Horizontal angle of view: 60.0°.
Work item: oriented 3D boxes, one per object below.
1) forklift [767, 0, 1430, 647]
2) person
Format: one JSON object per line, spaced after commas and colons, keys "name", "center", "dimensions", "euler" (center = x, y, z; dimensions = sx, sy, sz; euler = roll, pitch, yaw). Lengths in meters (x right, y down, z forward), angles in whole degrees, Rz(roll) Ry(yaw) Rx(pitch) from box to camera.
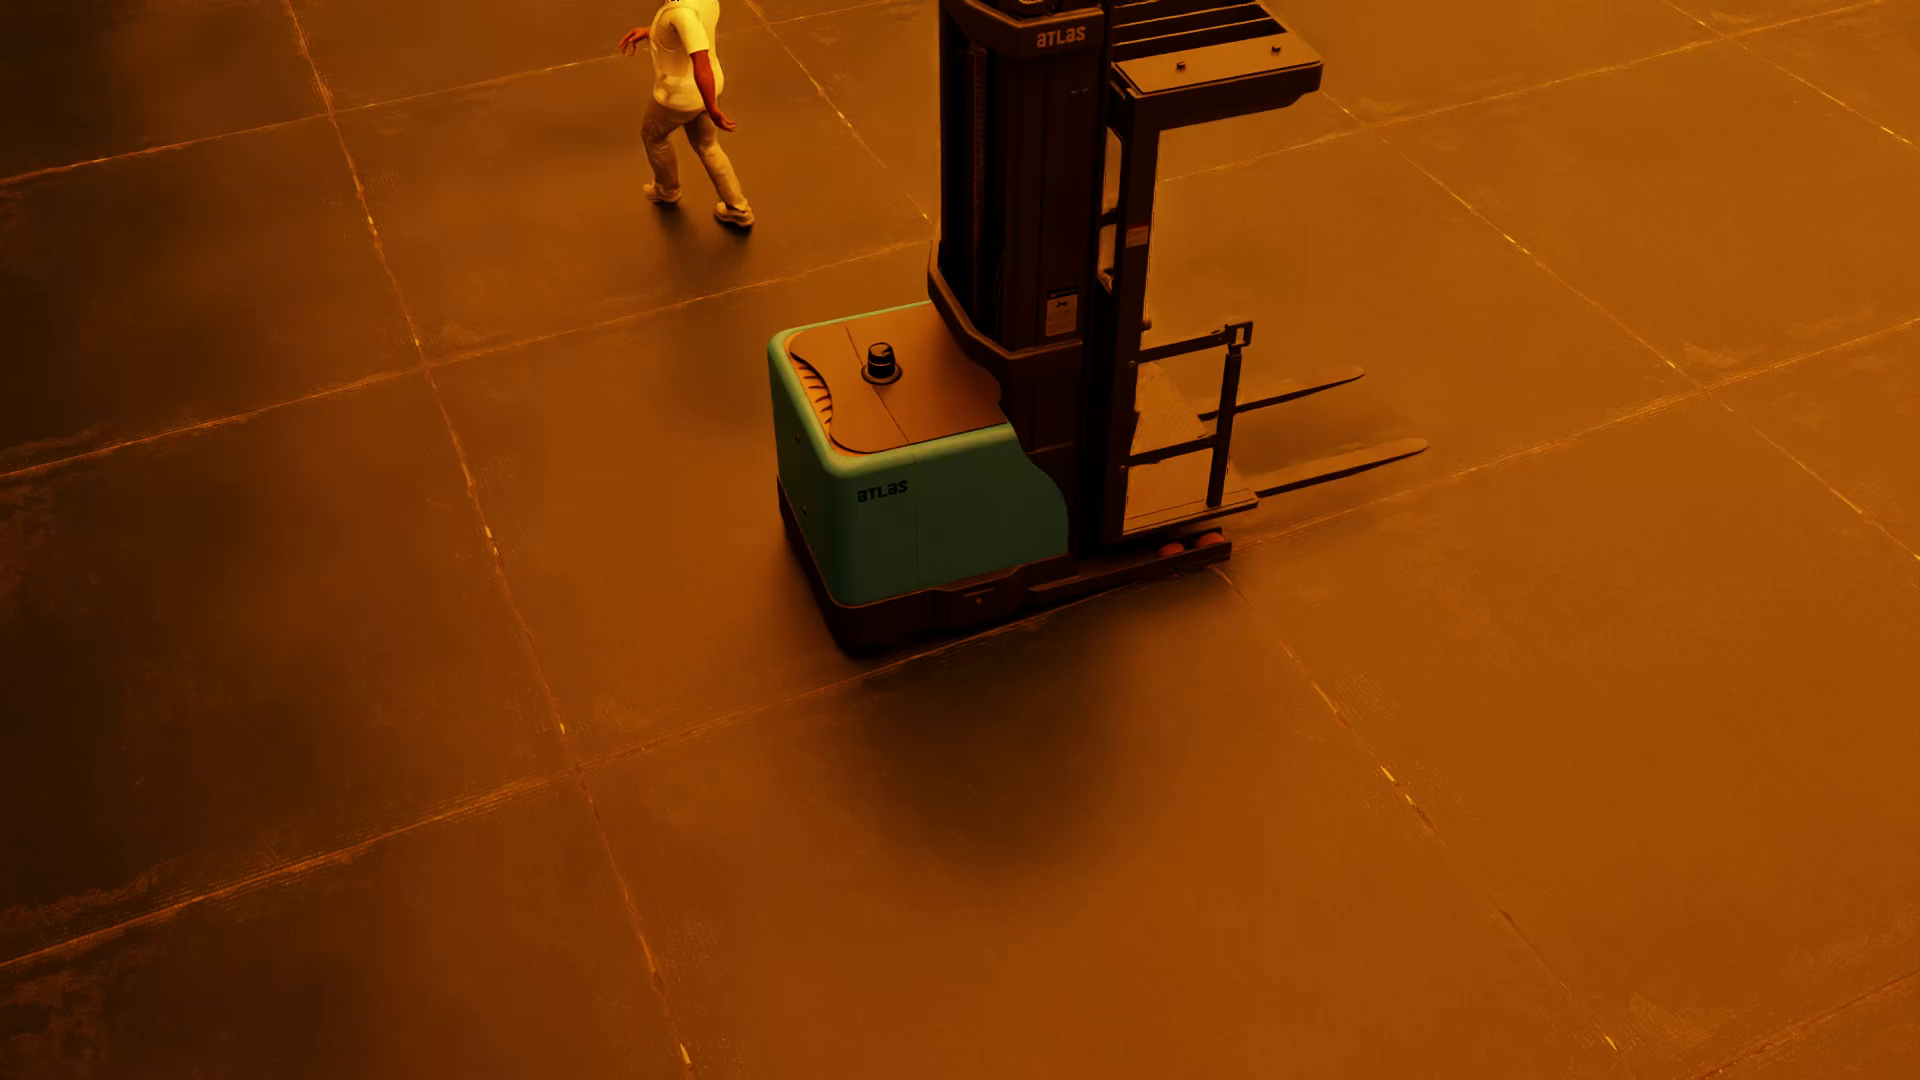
{"name": "forklift", "center": [0.722, -1.222, 6.990], "dimensions": [3.031, 2.935, 1.130], "euler": [-14, 45, -14]}
{"name": "person", "center": [-1.535, -2.557, 9.356], "dimensions": [0.987, 1.704, 0.582], "euler": [23, 48, 23]}
